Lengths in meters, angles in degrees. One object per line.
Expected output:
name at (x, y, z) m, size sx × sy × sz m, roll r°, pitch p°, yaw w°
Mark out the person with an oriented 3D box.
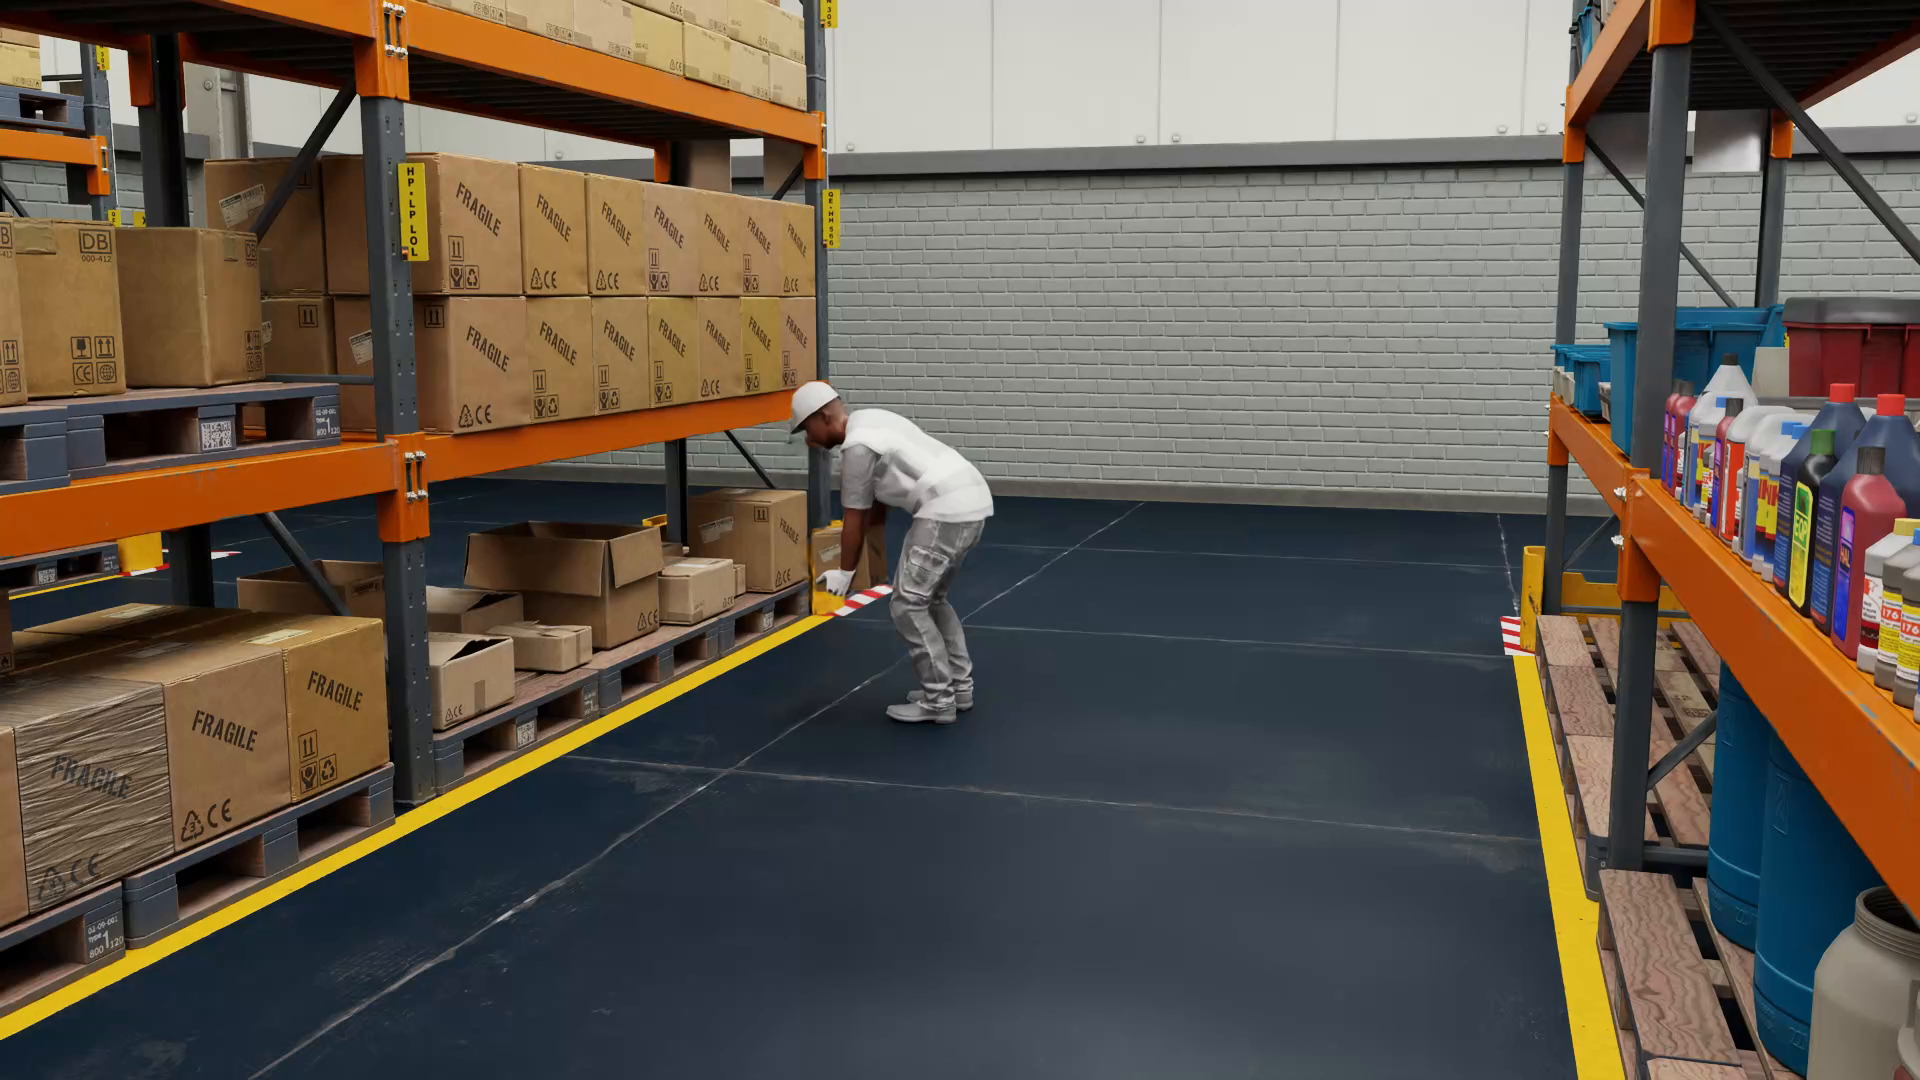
person at (-0.299, 0.040, 7.180) m, size 0.876 × 1.437 × 0.498 m, roll 2°, pitch 8°, yaw 15°
